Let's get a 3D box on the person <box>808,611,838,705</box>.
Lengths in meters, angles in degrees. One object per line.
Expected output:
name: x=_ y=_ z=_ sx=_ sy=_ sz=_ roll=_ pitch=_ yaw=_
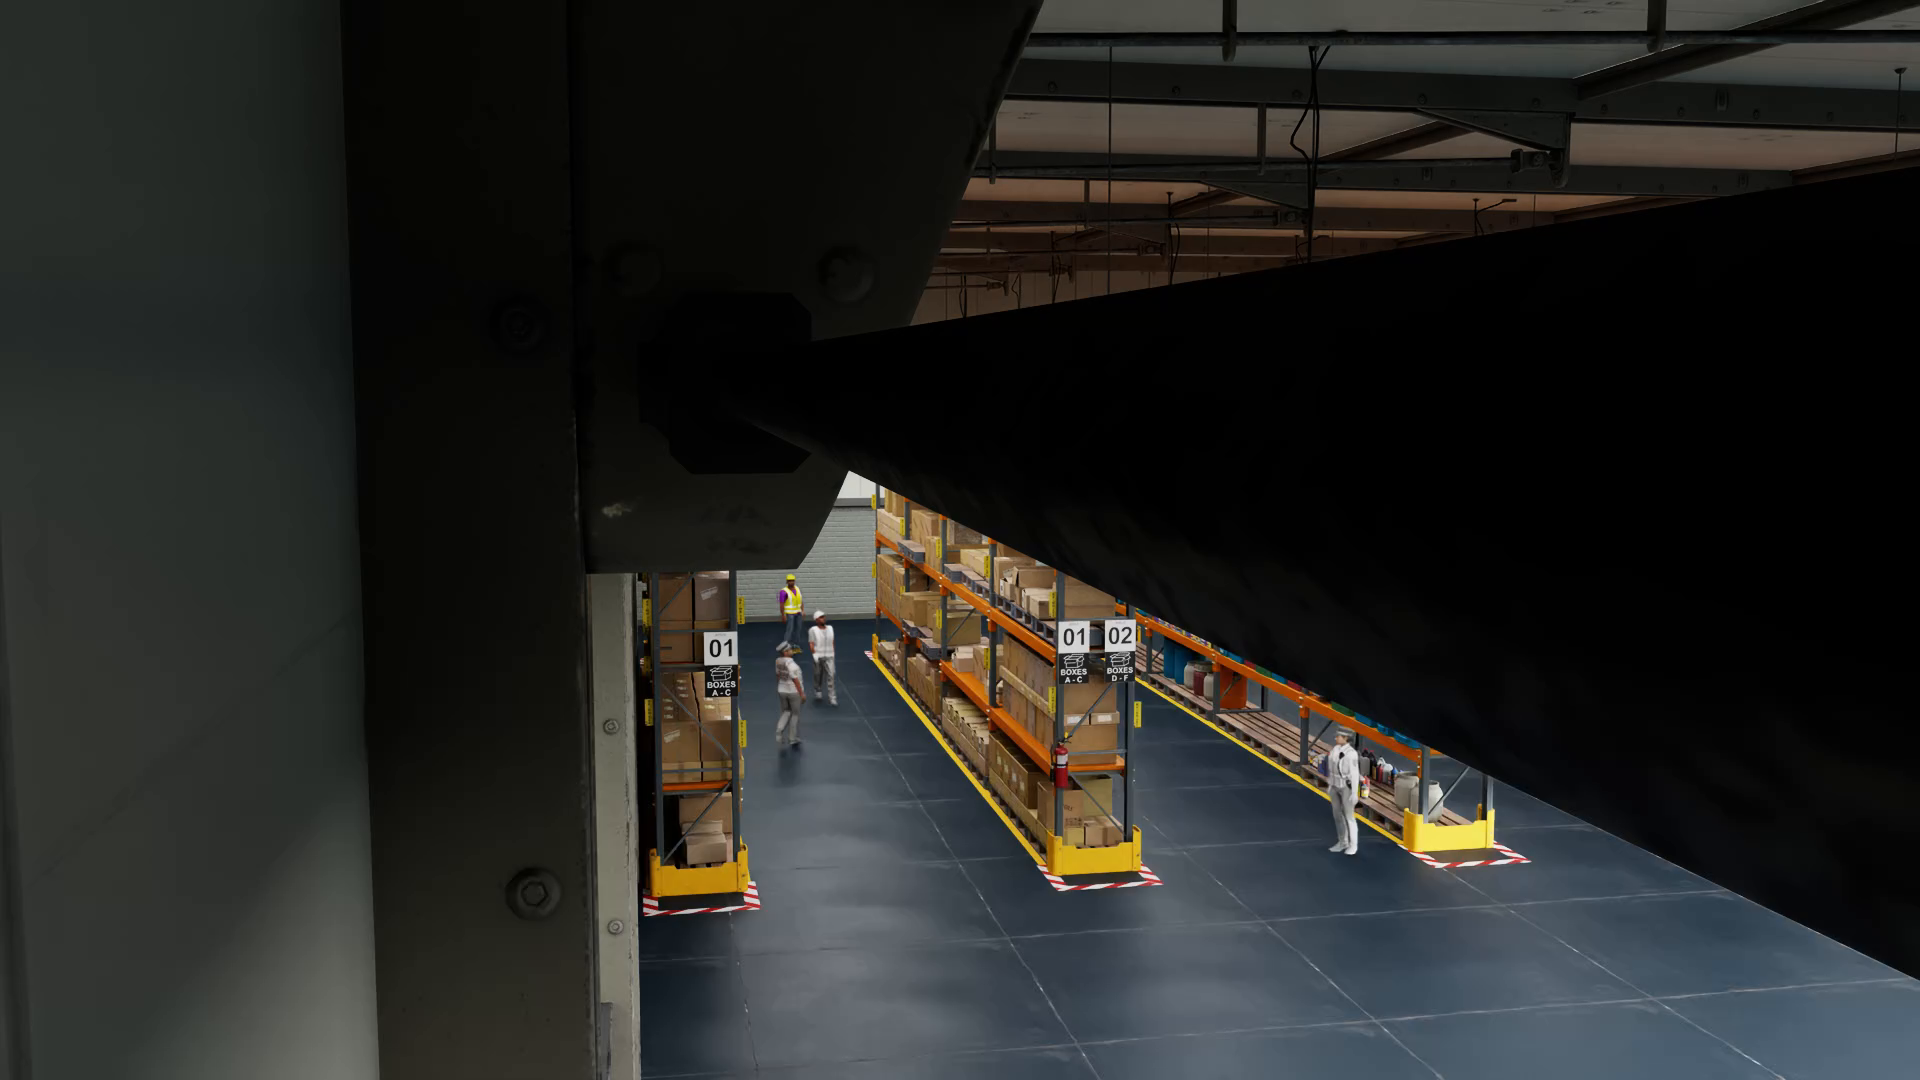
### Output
person: x=-2.592 y=2.223 z=31.503 sx=0.543 sy=1.723 sz=0.972 roll=-1 pitch=6 yaw=-13

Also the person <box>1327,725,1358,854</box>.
person: x=5.021 y=3.276 z=21.757 sx=0.375 sy=1.722 sz=0.576 roll=-3 pitch=6 yaw=-26

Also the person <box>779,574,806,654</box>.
person: x=-3.720 y=1.665 z=37.039 sx=0.459 sy=1.807 sz=0.598 roll=3 pitch=7 yaw=30

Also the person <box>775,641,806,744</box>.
person: x=-2.871 y=2.566 z=28.015 sx=0.564 sy=1.778 sz=0.505 roll=3 pitch=7 yaw=29
